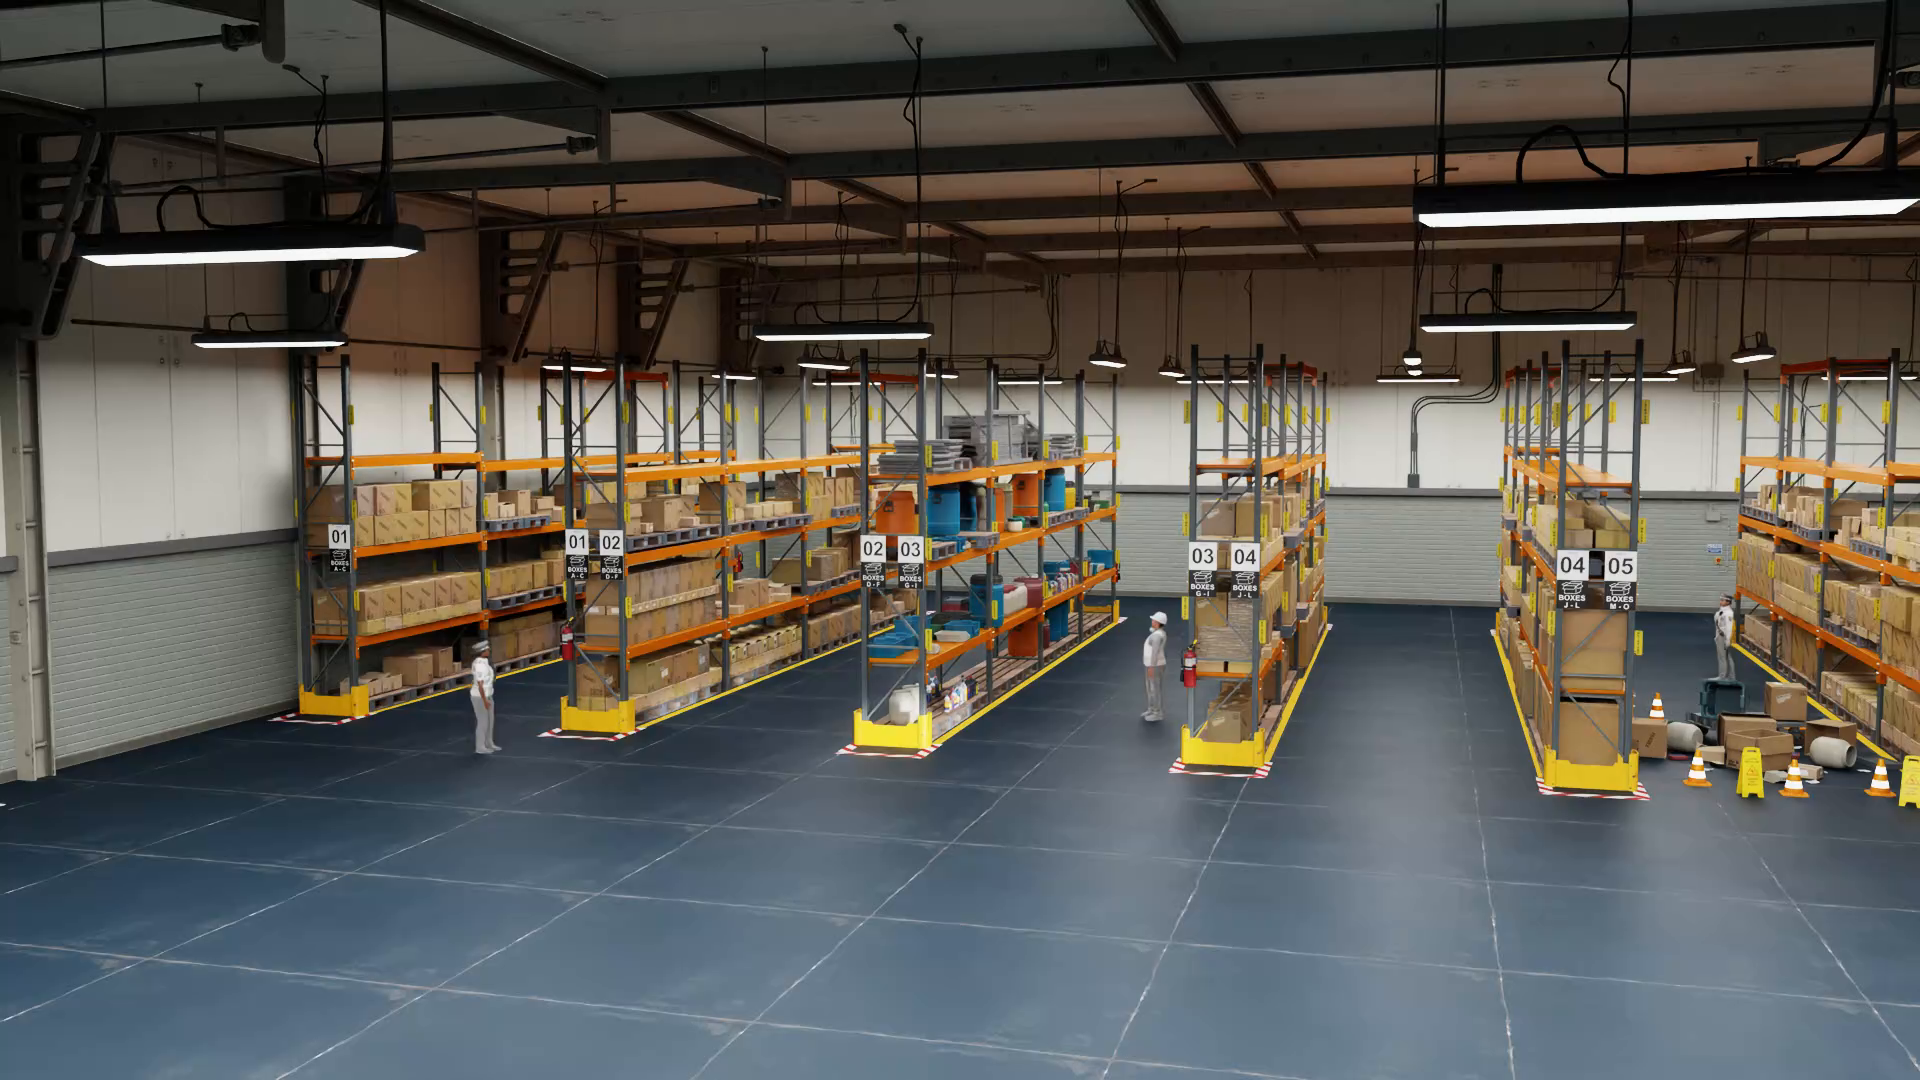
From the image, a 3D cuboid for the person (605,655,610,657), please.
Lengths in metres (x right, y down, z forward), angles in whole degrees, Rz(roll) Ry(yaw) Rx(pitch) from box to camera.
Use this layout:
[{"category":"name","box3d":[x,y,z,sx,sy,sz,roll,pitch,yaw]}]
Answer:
[{"category":"person","box3d":[-6.314,1.870,30.303,0.673,1.824,0.588,-4,6,-43]}]

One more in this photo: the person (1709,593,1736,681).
[{"category":"person","box3d":[14.356,1.827,31.238,0.435,1.688,0.505,3,5,32]}]

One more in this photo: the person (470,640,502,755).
[{"category":"person","box3d":[-7.054,2.324,24.645,0.383,1.692,0.498,0,4,4]}]

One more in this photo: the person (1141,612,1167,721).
[{"category":"person","box3d":[3.209,2.062,27.350,0.410,1.774,0.574,0,4,-5]}]
